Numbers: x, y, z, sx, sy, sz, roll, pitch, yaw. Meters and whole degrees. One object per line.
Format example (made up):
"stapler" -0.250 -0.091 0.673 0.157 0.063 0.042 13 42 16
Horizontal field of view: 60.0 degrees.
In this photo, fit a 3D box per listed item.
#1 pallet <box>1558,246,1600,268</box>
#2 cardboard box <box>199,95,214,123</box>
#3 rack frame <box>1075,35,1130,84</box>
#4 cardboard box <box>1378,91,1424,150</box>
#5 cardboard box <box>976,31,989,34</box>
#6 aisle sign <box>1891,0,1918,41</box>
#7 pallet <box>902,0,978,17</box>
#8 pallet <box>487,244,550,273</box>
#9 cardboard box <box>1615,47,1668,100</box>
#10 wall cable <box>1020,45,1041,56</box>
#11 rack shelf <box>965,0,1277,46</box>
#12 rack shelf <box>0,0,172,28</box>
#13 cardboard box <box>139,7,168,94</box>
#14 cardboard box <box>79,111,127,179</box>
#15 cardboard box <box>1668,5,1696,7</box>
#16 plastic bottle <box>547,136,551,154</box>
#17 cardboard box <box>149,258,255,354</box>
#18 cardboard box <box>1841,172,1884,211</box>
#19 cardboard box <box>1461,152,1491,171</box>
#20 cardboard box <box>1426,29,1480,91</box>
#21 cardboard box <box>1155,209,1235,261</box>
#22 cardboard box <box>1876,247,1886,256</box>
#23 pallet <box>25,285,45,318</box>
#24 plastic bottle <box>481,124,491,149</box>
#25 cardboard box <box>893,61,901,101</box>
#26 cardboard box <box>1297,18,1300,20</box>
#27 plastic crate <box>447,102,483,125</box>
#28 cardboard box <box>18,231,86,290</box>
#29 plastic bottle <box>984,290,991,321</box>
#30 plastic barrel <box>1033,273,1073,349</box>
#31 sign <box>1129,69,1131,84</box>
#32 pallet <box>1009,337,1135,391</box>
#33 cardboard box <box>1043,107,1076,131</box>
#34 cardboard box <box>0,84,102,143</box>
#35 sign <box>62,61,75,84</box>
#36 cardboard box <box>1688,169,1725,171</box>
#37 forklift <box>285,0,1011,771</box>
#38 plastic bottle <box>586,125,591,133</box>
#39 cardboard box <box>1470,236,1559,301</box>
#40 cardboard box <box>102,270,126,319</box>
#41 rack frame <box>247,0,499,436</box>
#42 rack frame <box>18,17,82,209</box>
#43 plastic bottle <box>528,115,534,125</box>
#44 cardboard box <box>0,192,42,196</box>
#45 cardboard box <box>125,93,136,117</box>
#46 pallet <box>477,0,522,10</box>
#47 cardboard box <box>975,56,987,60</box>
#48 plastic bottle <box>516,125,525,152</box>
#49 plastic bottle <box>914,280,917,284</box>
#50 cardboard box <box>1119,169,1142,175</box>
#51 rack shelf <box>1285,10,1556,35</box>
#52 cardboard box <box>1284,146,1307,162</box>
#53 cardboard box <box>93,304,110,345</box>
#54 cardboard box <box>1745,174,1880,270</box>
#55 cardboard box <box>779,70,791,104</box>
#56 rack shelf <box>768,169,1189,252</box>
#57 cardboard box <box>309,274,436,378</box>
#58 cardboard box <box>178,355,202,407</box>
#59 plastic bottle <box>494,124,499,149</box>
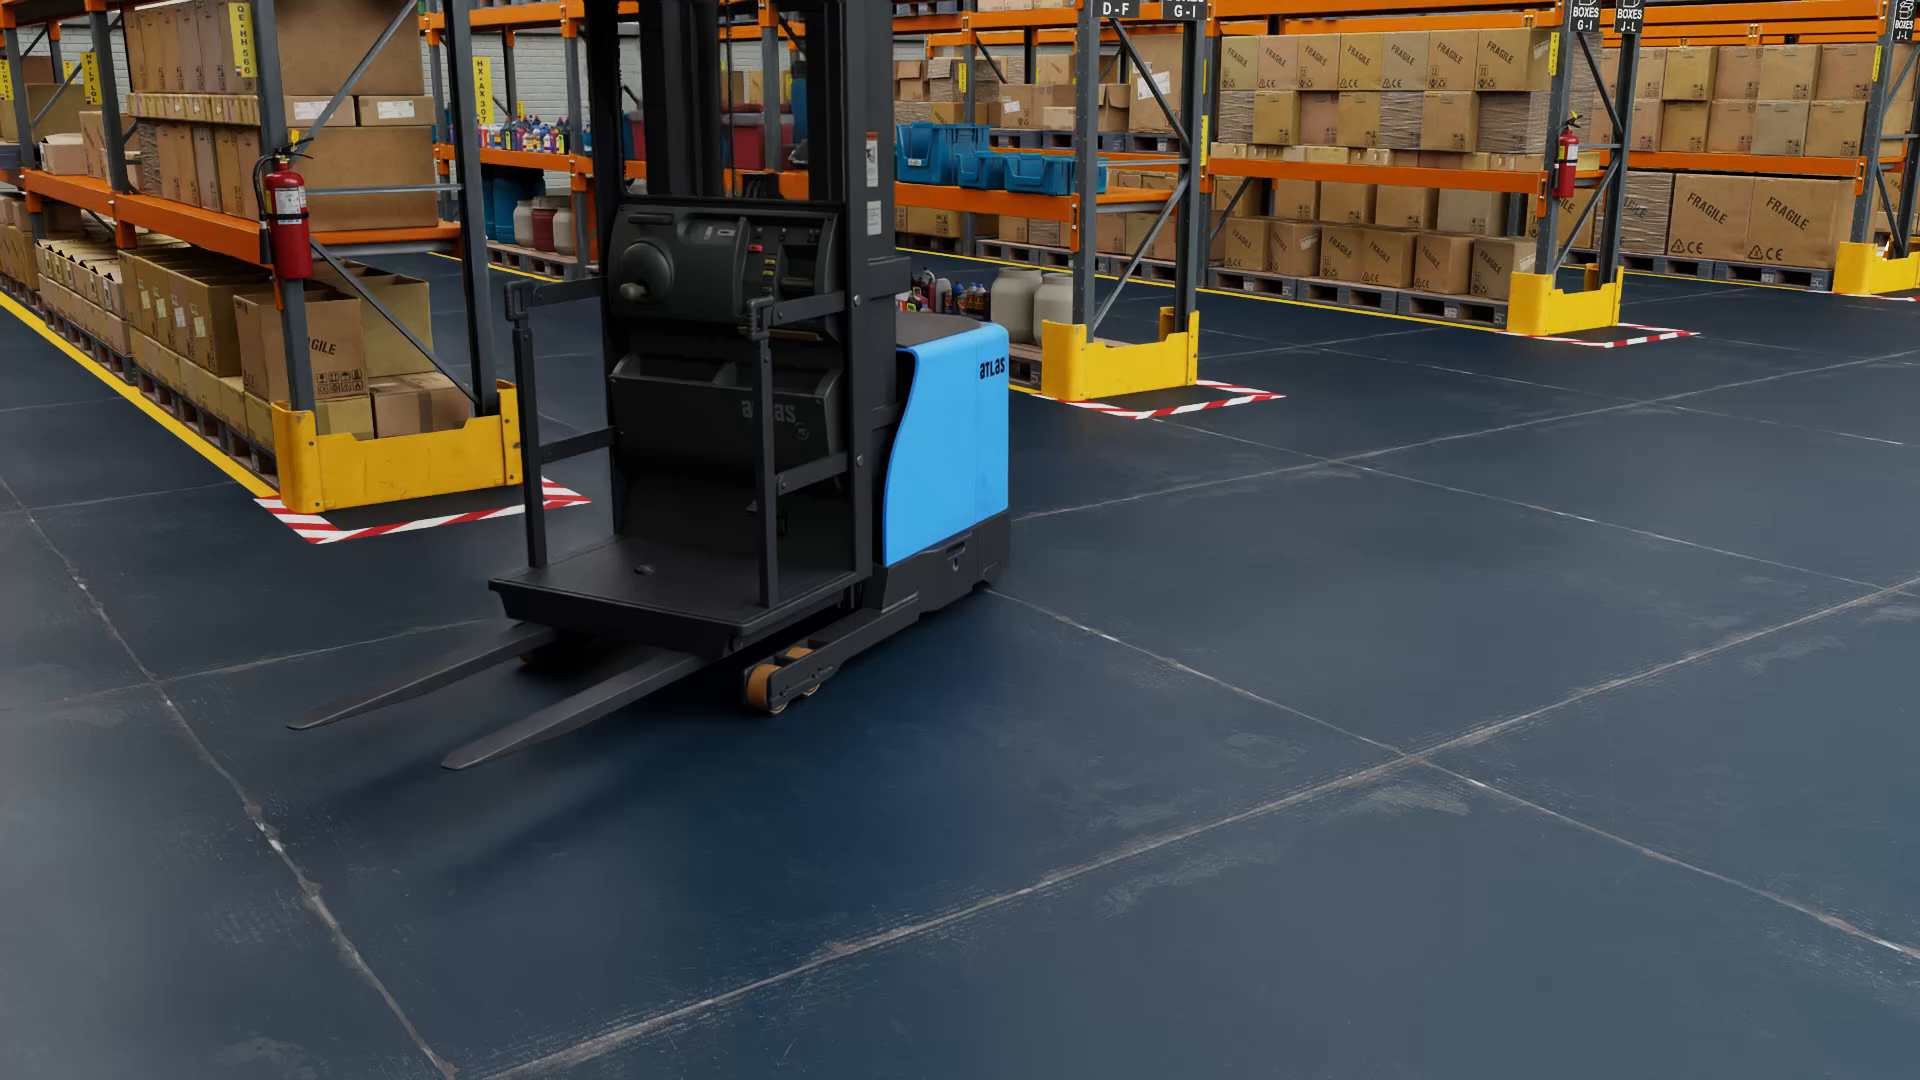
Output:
"pallet" 7.285 -3.319 19.301 1.003 0.211 1.213 -11 19 -35
"cardboard box" -3.975 -2.388 9.202 0.380 0.149 0.250 -10 18 -33
"rack frame" 2.197 -6.546 25.812 1.000 3.000 0.127 -11 19 -35
"cardboard box" 4.230 -3.751 14.845 0.875 0.500 0.500 -11 19 -35
"cardboard box" 0.522 -8.418 27.254 0.500 0.250 0.500 -12 19 -36
"aisle sign" 9.052 -5.176 15.881 0.394 0.787 0.004 -11 19 -35
"pallet" 0.056 -6.429 20.059 1.213 0.211 1.003 -10 18 -32
"pallet" -4.739 -3.252 19.059 1.003 0.211 1.213 -11 19 -35
"cardboard box" 7.714 -5.111 18.239 0.875 0.550 0.550 -11 19 -35
"wall cable" 1.596 -10.104 36.884 0.588 1.984 0.122 -11 19 -35
"rack shelf" 1.653 -5.617 18.096 1.077 0.370 4.000 -11 19 -35
"rack shelf" -6.362 -4.080 12.481 1.077 0.370 4.000 -11 19 -35
"cardboard box" -4.622 -3.025 10.301 0.700 0.500 0.500 -11 19 -35
"cardboard box" -6.538 -3.100 13.029 0.500 0.500 0.500 -12 19 -37
"cardboard box" 10.091 -7.416 22.797 0.500 0.250 0.500 -11 19 -34
"plastic bottle" -4.301 -4.176 17.529 0.097 0.201 0.097 0 15 0
"cardboard box" -4.578 -1.430 10.111 0.500 0.500 0.500 -11 19 -35
"cardboard box" 11.602 -4.475 21.236 0.500 0.500 0.500 -10 18 -32
"cardboard box" 4.512 -3.242 14.216 0.380 0.149 0.250 -11 19 -35
"cardboard box" 4.359 -4.095 14.207 0.500 0.500 0.500 -11 19 -35
"cardboard box" 2.486 -3.231 17.600 0.700 0.500 0.500 -13 20 -39
"cardboard box" 10.793 -3.365 19.589 0.380 0.149 0.250 -2 15 -6
"pallet" -7.946 -2.227 15.315 1.003 0.211 1.213 -11 19 -35
"plastic bottle" -5.372 -4.614 18.986 0.152 0.276 0.135 -11 19 -35
"cardboard box" -0.720 -5.916 21.421 0.797 0.503 0.637 -10 18 -33
"cardboard box" 4.428 -7.351 22.879 0.500 0.500 0.500 -11 19 -35
"plastic crate" -6.203 -5.319 21.092 0.402 0.464 0.583 -11 19 -35
"cardboard box" -8.278 -2.577 15.211 0.500 0.500 0.500 -10 18 -32
"plastic bottle" 0.243 -1.856 12.986 0.061 0.283 0.133 -10 18 -34
"plastic barrel" 0.726 -1.598 11.650 0.421 0.512 0.421 0 15 0
"sign" 2.644 -7.192 25.977 0.100 0.325 0.005 -11 19 -35
"pallet" 0.619 -1.305 11.945 1.003 0.211 1.213 -11 19 -35
"cardboard box" 1.277 -4.681 18.484 0.500 0.250 0.500 -12 19 -36
"cardboard box" -7.999 -3.775 14.701 0.500 0.500 0.700 10 18 33
"sign" -9.443 -4.907 17.628 0.100 0.325 0.005 -11 19 -35
"cardboard box" 12.862 -6.175 28.159 0.875 0.625 0.625 -10 18 -33
"forklift" -0.931 -0.975 5.586 1.130 2.935 3.031 8 17 27
"plastic bottle" -4.111 -4.482 18.514 0.097 0.271 0.097 0 15 0
"cardboard box" 4.828 -2.369 14.487 0.500 0.500 0.500 -7 17 -24
"cardboard box" -5.656 -1.742 11.609 0.500 0.311 0.500 -11 19 -35
"rack frame" -2.834 -1.699 8.101 1.000 3.000 0.127 -11 19 -35
"rack frame" -9.890 -4.261 17.463 1.000 3.000 0.127 -11 19 -35
"plastic bottle" -5.076 -4.860 19.744 0.144 0.351 0.185 -11 19 -35
"cardboard box" -9.214 -3.275 16.340 0.500 0.250 0.500 -11 19 -34
"cardboard box" -5.185 -2.827 10.803 0.380 0.149 0.250 -11 19 -35
"pallet" -4.672 -5.991 18.459 1.003 0.211 1.213 -11 19 -35
"cardboard box" 0.484 -7.716 27.439 0.500 0.500 0.500 -11 19 -36
"plastic bottle" -4.784 -4.383 18.129 0.061 0.283 0.133 -11 19 -35
"plastic bottle" -0.323 -2.061 13.736 0.061 0.283 0.133 -9 18 -31
"cardboard box" 2.733 -5.593 24.848 0.500 0.250 0.500 -10 18 -33
"rack shelf" 5.725 -6.365 20.830 1.077 0.370 4.000 -11 19 -35
"cardboard box" 3.287 -3.660 15.742 0.380 0.149 0.250 -11 19 -35
"cardboard box" -5.960 -1.581 12.084 0.500 0.250 0.500 -11 19 -35
"cardboard box" 8.801 -3.296 17.167 0.875 0.875 0.875 -11 19 -34
"cardboard box" -2.361 -6.288 23.167 0.500 0.500 0.500 -10 18 -33
"rack shelf" -0.001 -2.547 12.563 1.077 0.370 4.000 -11 19 -35
"cardboard box" -3.265 -1.192 9.243 0.500 0.500 0.500 -11 19 -35
"cardboard box" -4.280 -0.962 9.823 0.500 0.250 0.500 -11 19 -35
"plastic bottle" -5.190 -4.533 18.700 0.097 0.271 0.097 0 15 0
